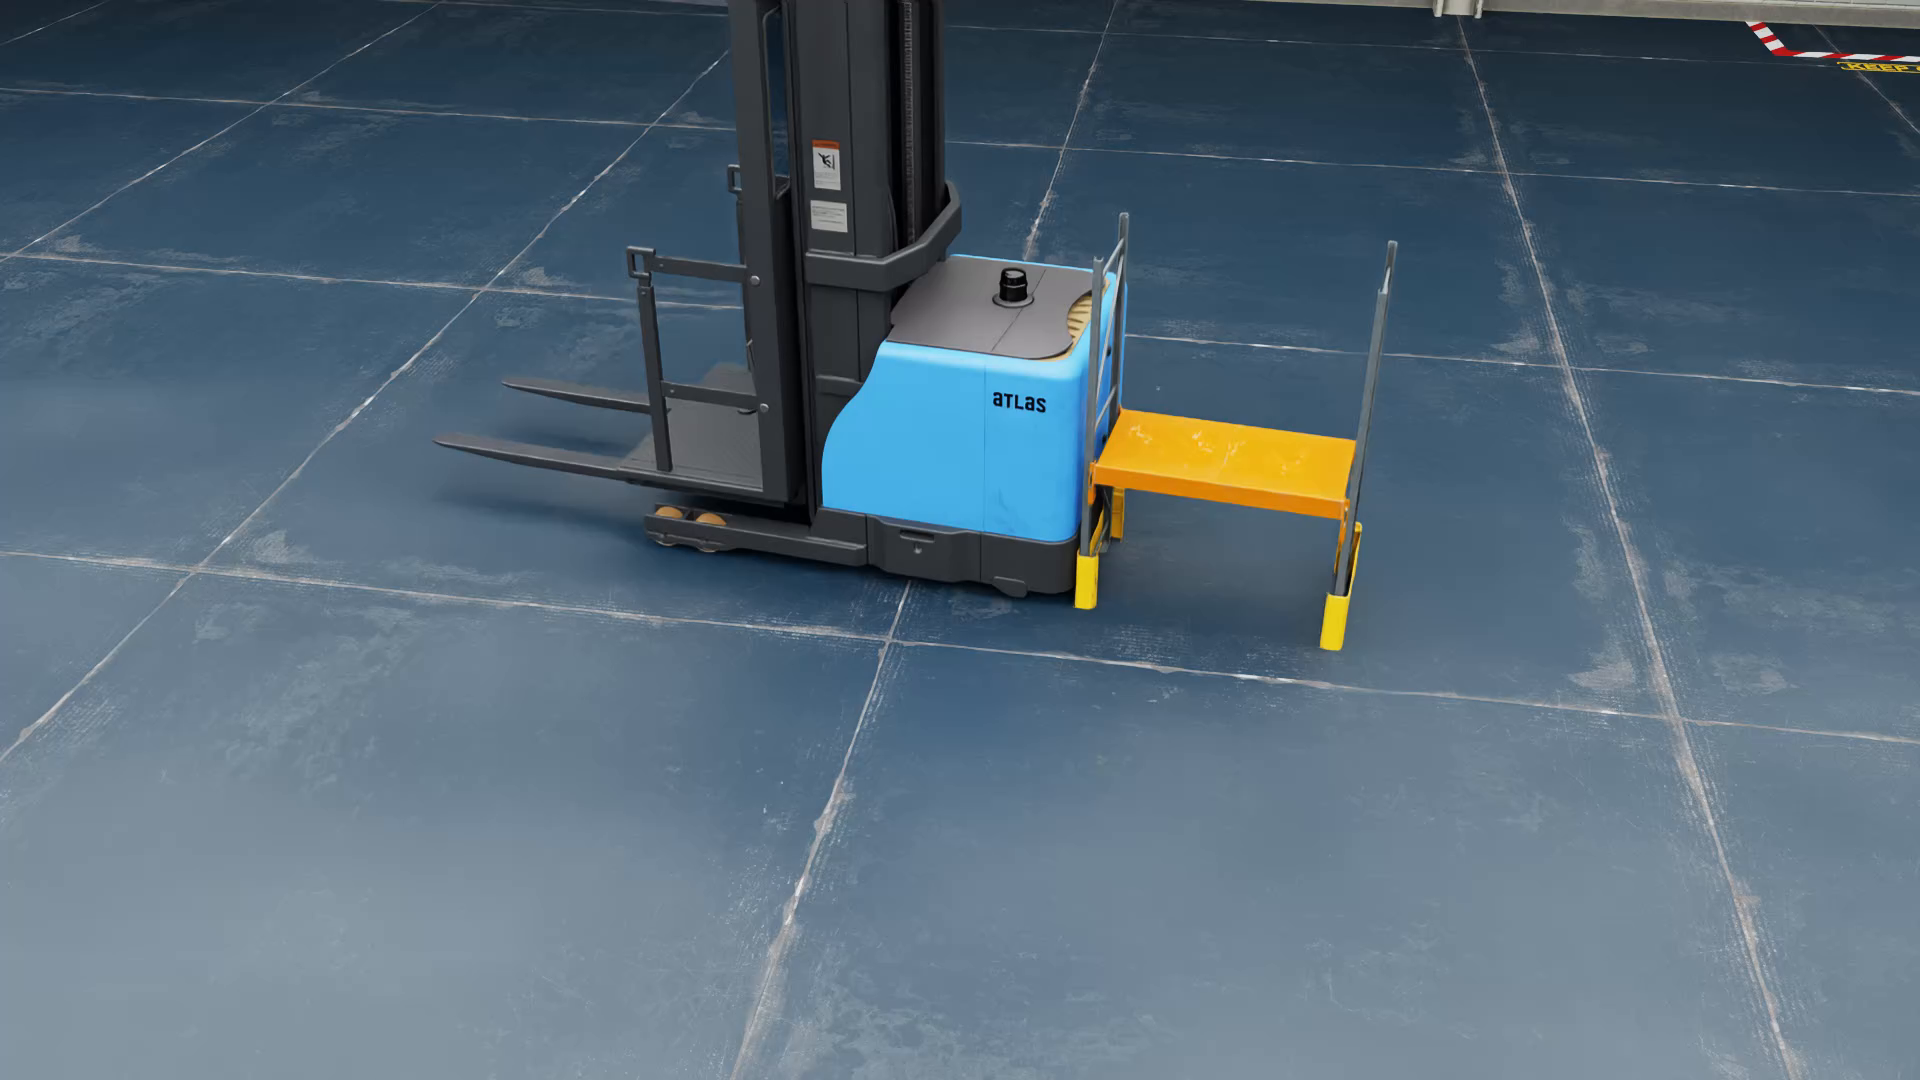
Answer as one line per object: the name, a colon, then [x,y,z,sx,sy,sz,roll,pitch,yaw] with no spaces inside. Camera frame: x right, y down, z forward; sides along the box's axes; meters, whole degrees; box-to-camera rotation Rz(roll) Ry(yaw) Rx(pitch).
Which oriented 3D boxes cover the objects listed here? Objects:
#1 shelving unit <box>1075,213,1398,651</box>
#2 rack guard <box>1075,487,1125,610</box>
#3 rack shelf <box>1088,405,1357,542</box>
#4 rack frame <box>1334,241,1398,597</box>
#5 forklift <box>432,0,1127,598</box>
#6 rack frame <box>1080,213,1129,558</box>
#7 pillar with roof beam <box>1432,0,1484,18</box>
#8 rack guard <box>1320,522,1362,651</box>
shelving unit: [1.066,-0.427,6.518,1.083,1.500,0.587,9,33,14]
rack guard: [0.589,0.027,6.971,0.087,0.250,0.587,9,33,14]
rack shelf: [1.058,-0.276,6.616,1.000,0.185,0.538,9,33,14]
rack frame: [1.545,-0.351,6.397,0.032,1.500,0.500,9,33,14]
forklift: [-0.854,-1.445,6.796,3.031,2.935,1.130,9,33,14]
rack frame: [0.571,-0.505,6.644,0.032,1.500,0.500,9,33,14]
pillar with roof beam: [3.663,-6.223,8.710,0.400,9.000,9.100,5,32,8]
rack guard: [1.544,0.179,6.729,0.087,0.250,0.587,9,33,14]
